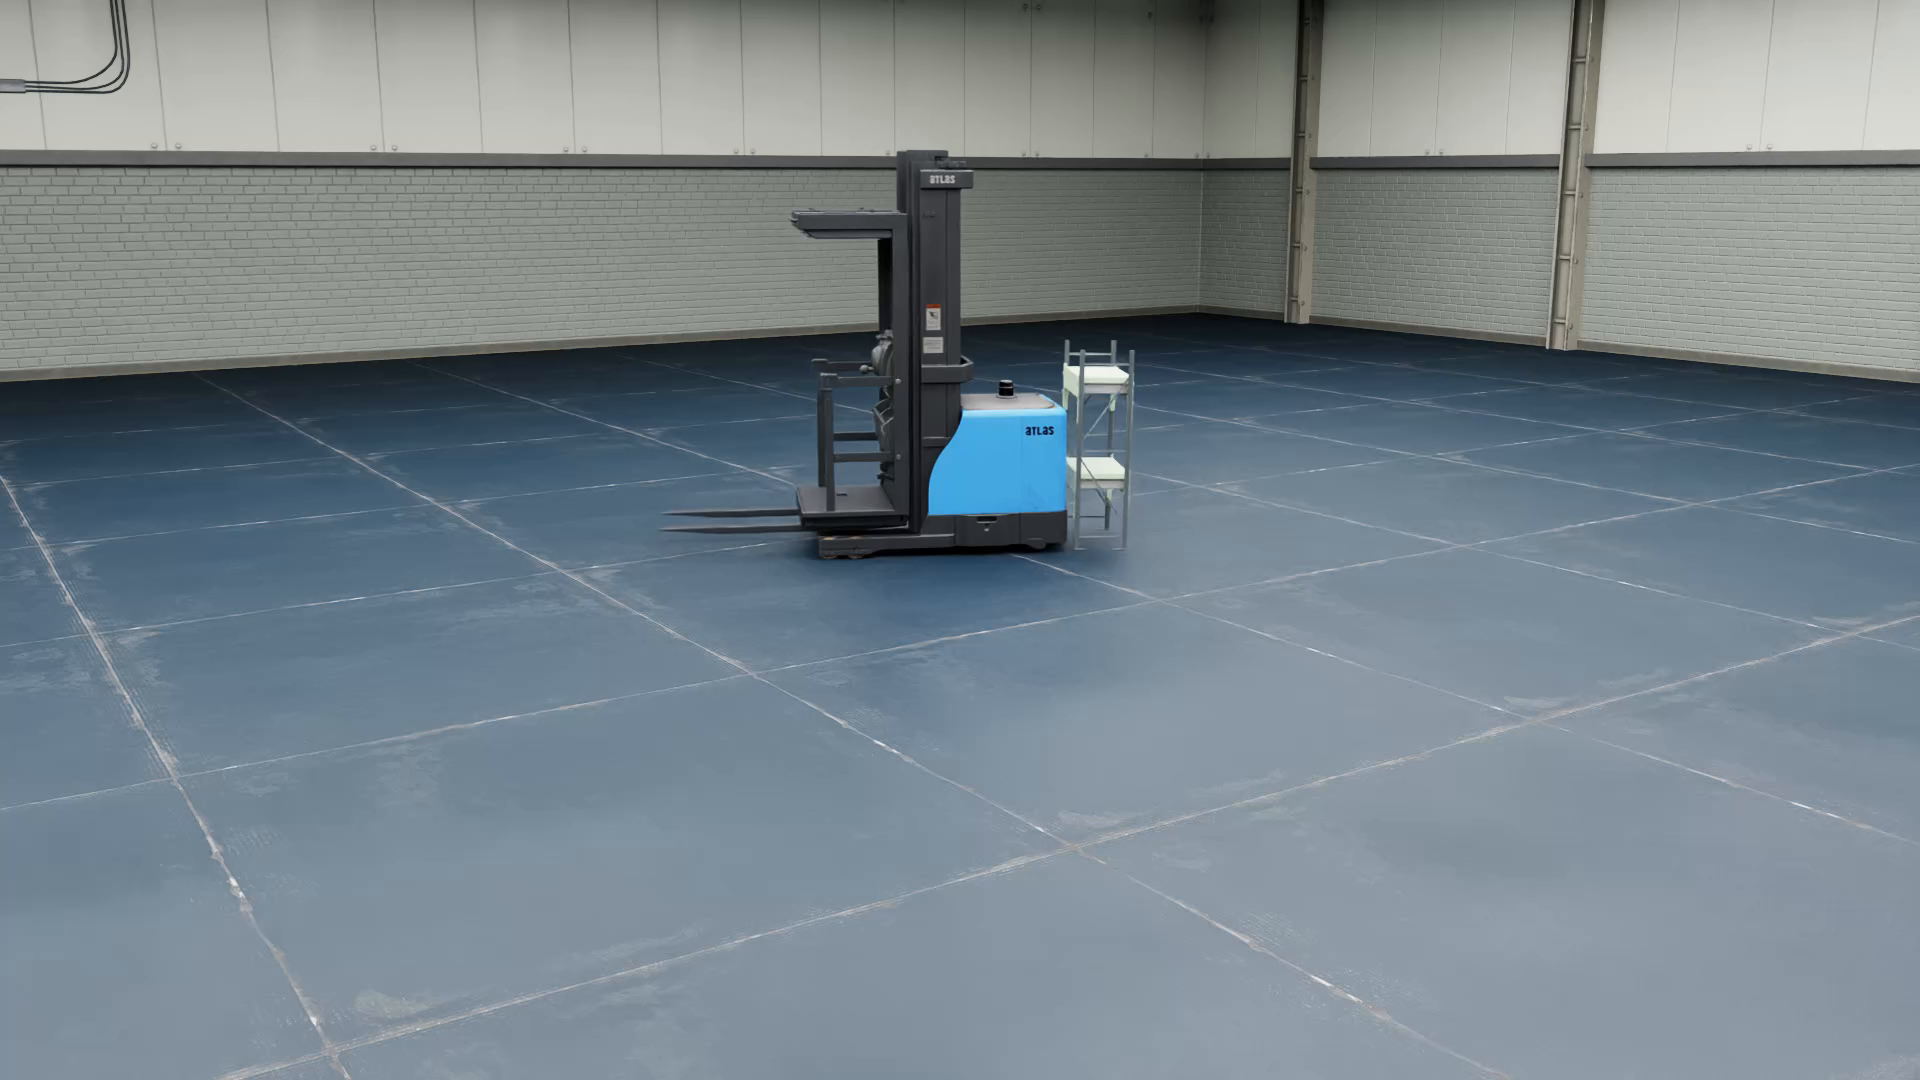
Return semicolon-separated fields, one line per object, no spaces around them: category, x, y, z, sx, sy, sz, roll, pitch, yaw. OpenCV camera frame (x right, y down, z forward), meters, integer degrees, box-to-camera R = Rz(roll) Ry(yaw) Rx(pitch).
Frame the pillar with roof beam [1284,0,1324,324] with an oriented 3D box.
pillar with roof beam;2.898;-8.068;28.691;9.100;9.000;0.400;-8;15;-33

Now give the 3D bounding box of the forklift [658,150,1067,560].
forklift;-0.755;-1.407;12.433;3.031;2.935;1.130;-2;12;-8

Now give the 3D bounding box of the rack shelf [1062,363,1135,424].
rack shelf;1.040;-1.118;12.618;0.431;0.370;0.720;0;12;-5

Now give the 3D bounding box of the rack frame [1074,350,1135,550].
rack frame;1.067;-0.659;12.345;0.400;1.500;0.023;0;12;-5

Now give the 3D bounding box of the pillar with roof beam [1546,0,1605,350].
pillar with roof beam;6.223;-7.001;23.812;9.100;9.000;0.400;-8;15;-33

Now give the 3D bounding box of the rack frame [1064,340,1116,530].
rack frame;1.000;-0.815;13.057;0.400;1.500;0.023;0;12;-5

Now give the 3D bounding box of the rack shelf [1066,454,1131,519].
rack shelf;1.028;-0.418;12.770;0.431;0.370;0.720;0;12;-5

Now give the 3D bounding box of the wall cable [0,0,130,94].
wall cable;-12.360;-8.312;21.846;2.305;6.003;0.169;-8;15;-33

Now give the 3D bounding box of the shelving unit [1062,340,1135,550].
shelving unit;1.034;-0.737;12.701;0.431;1.500;0.755;0;12;-5
